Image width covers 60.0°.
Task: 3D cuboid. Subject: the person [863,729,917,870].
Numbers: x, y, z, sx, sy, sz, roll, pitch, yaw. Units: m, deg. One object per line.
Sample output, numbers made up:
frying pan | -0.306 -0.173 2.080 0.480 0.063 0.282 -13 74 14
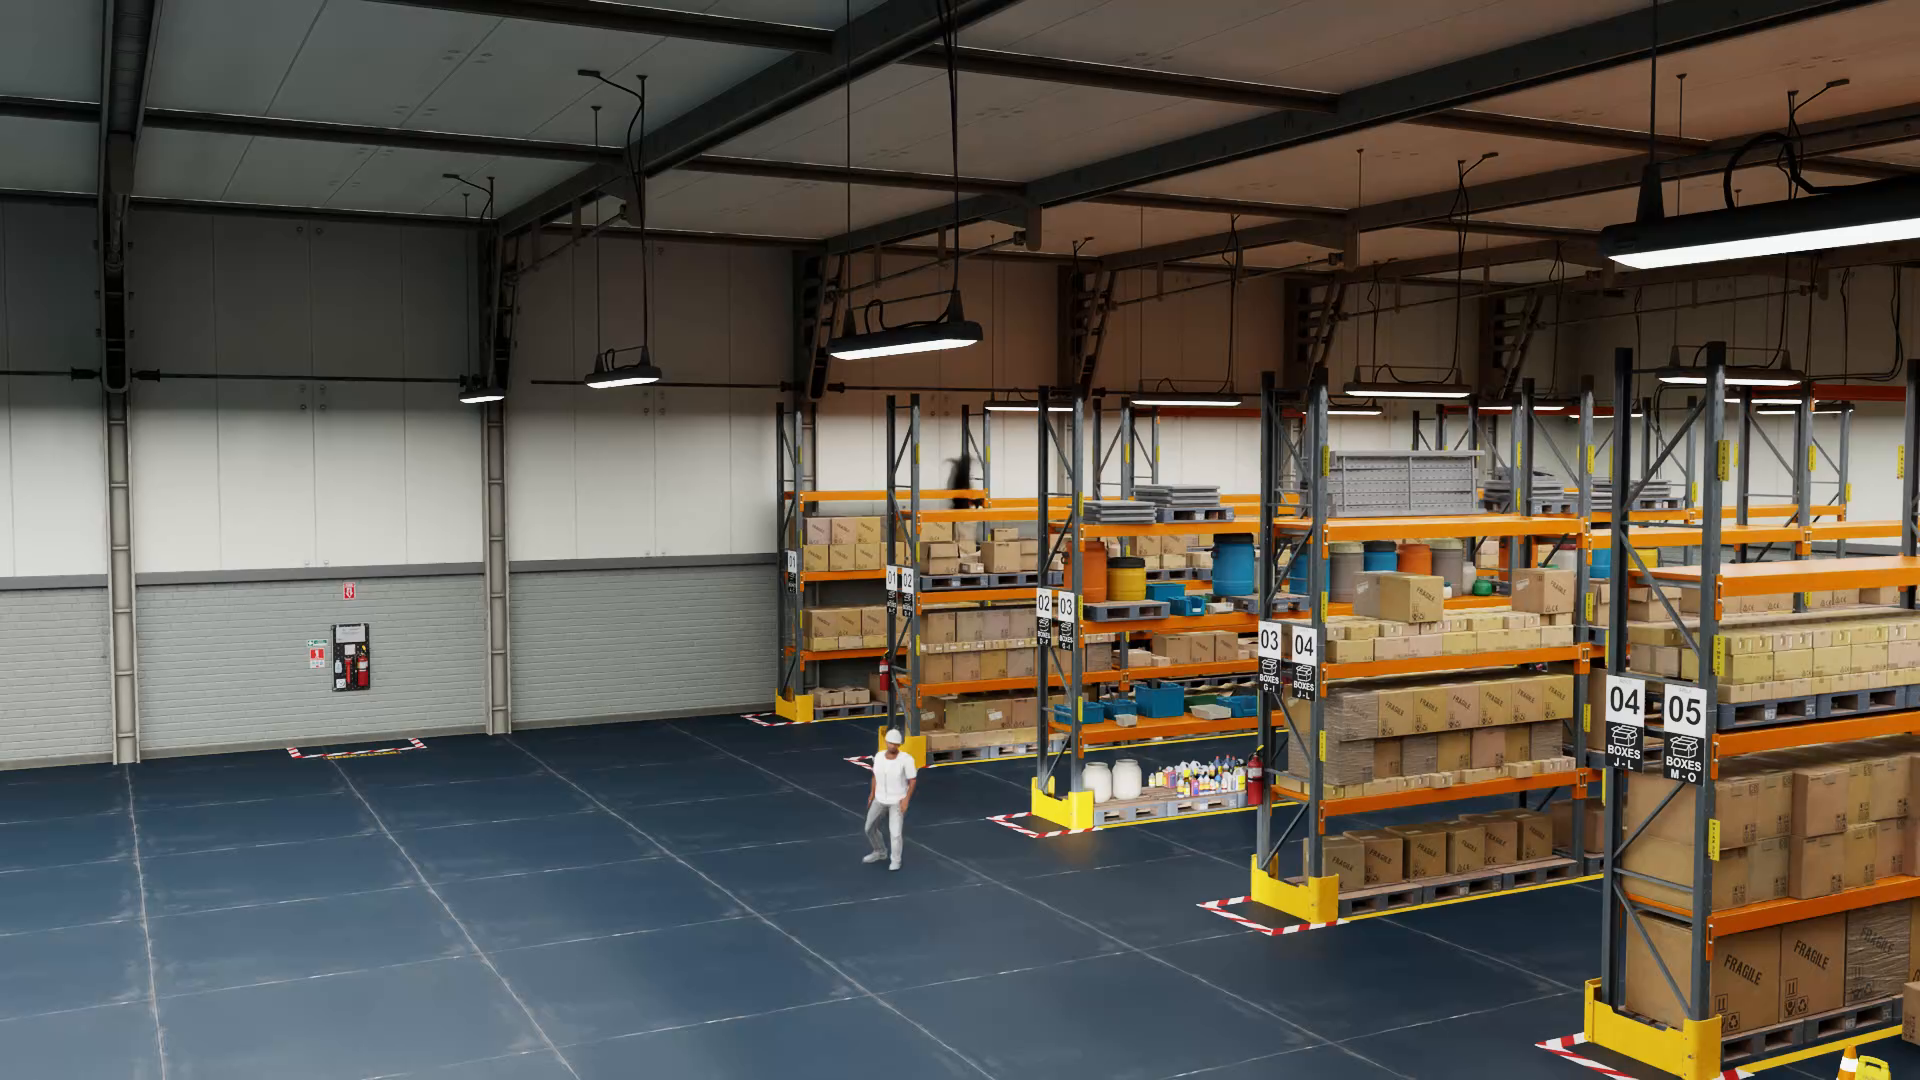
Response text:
person | -0.895 3.158 20.169 0.792 1.726 0.581 1 4 24
